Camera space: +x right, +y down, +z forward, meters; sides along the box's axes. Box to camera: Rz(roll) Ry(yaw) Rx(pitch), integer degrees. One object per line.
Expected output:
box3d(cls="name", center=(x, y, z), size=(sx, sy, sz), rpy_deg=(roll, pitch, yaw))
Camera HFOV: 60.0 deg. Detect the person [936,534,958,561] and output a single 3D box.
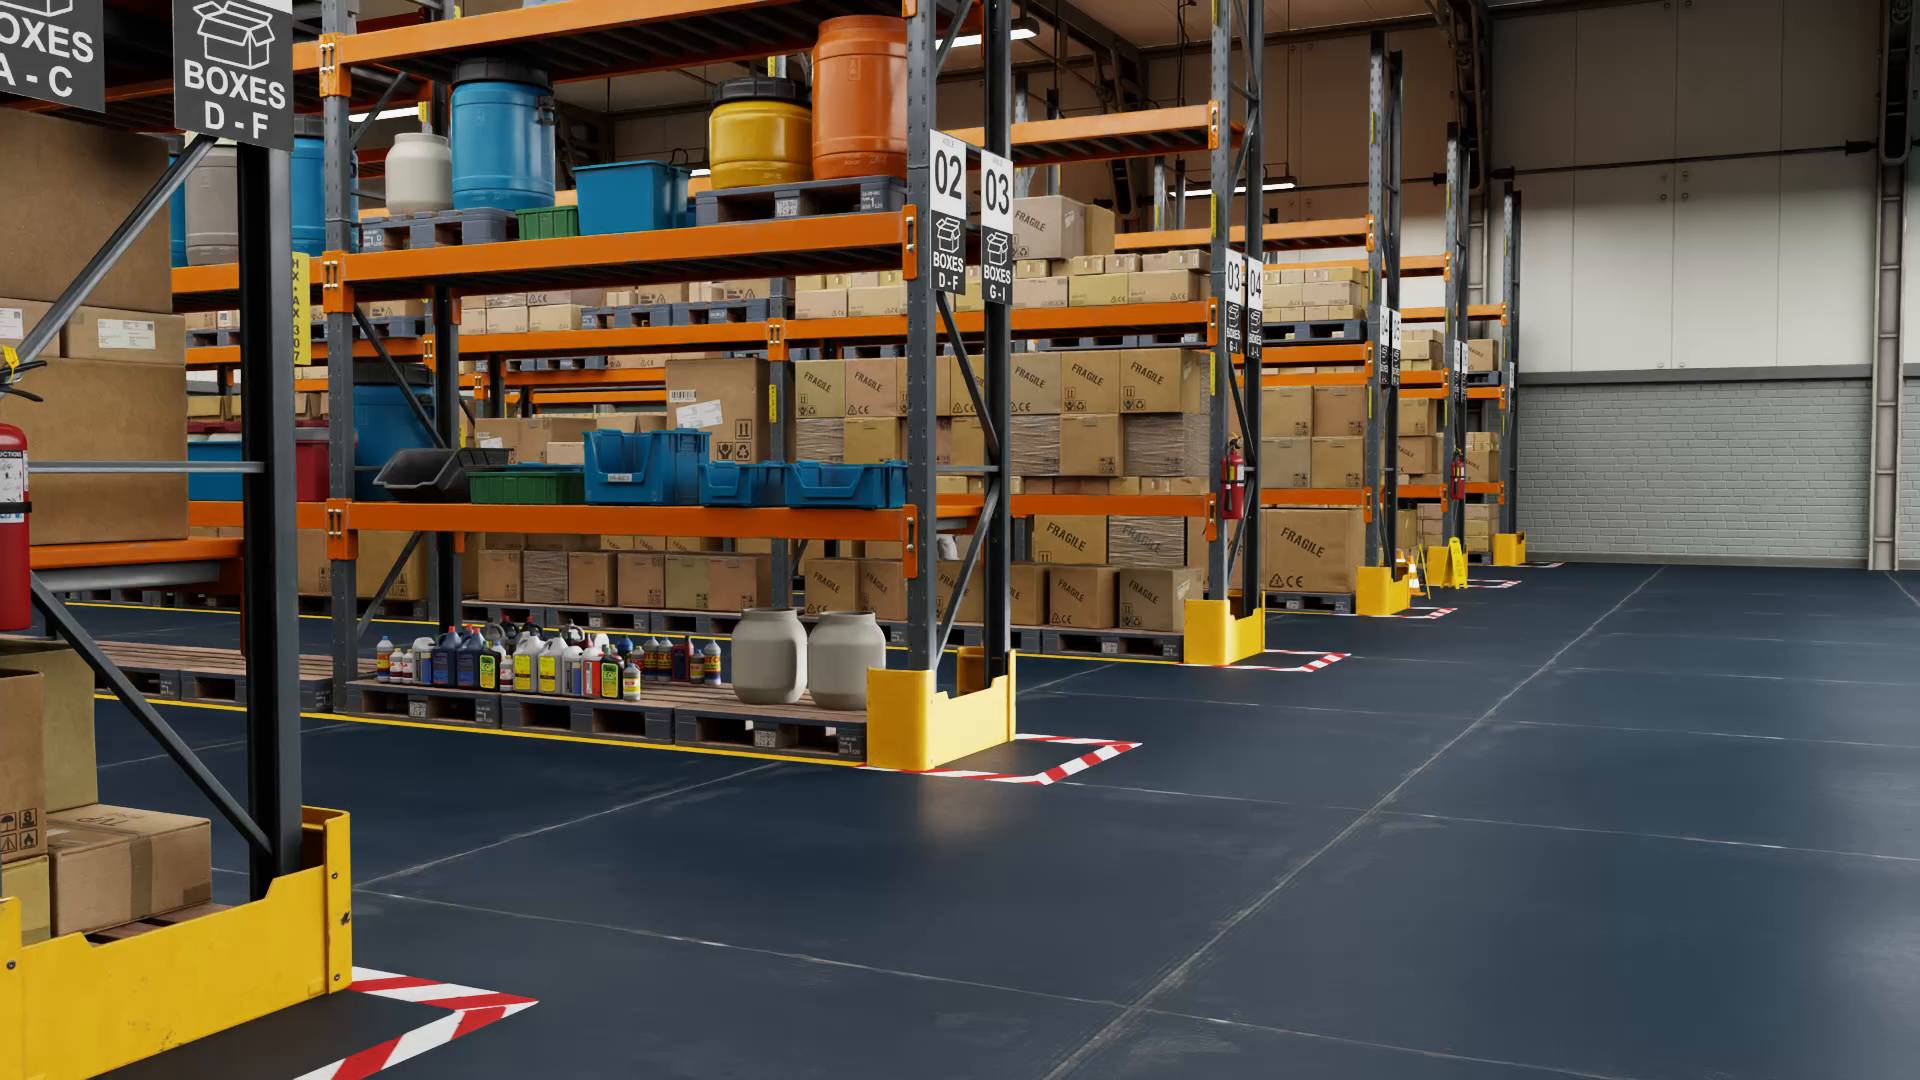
box3d(cls="person", center=(-0.247, -0.089, 16.471), size=(0.557, 1.795, 0.609), rpy_deg=(-1, 3, -26))
